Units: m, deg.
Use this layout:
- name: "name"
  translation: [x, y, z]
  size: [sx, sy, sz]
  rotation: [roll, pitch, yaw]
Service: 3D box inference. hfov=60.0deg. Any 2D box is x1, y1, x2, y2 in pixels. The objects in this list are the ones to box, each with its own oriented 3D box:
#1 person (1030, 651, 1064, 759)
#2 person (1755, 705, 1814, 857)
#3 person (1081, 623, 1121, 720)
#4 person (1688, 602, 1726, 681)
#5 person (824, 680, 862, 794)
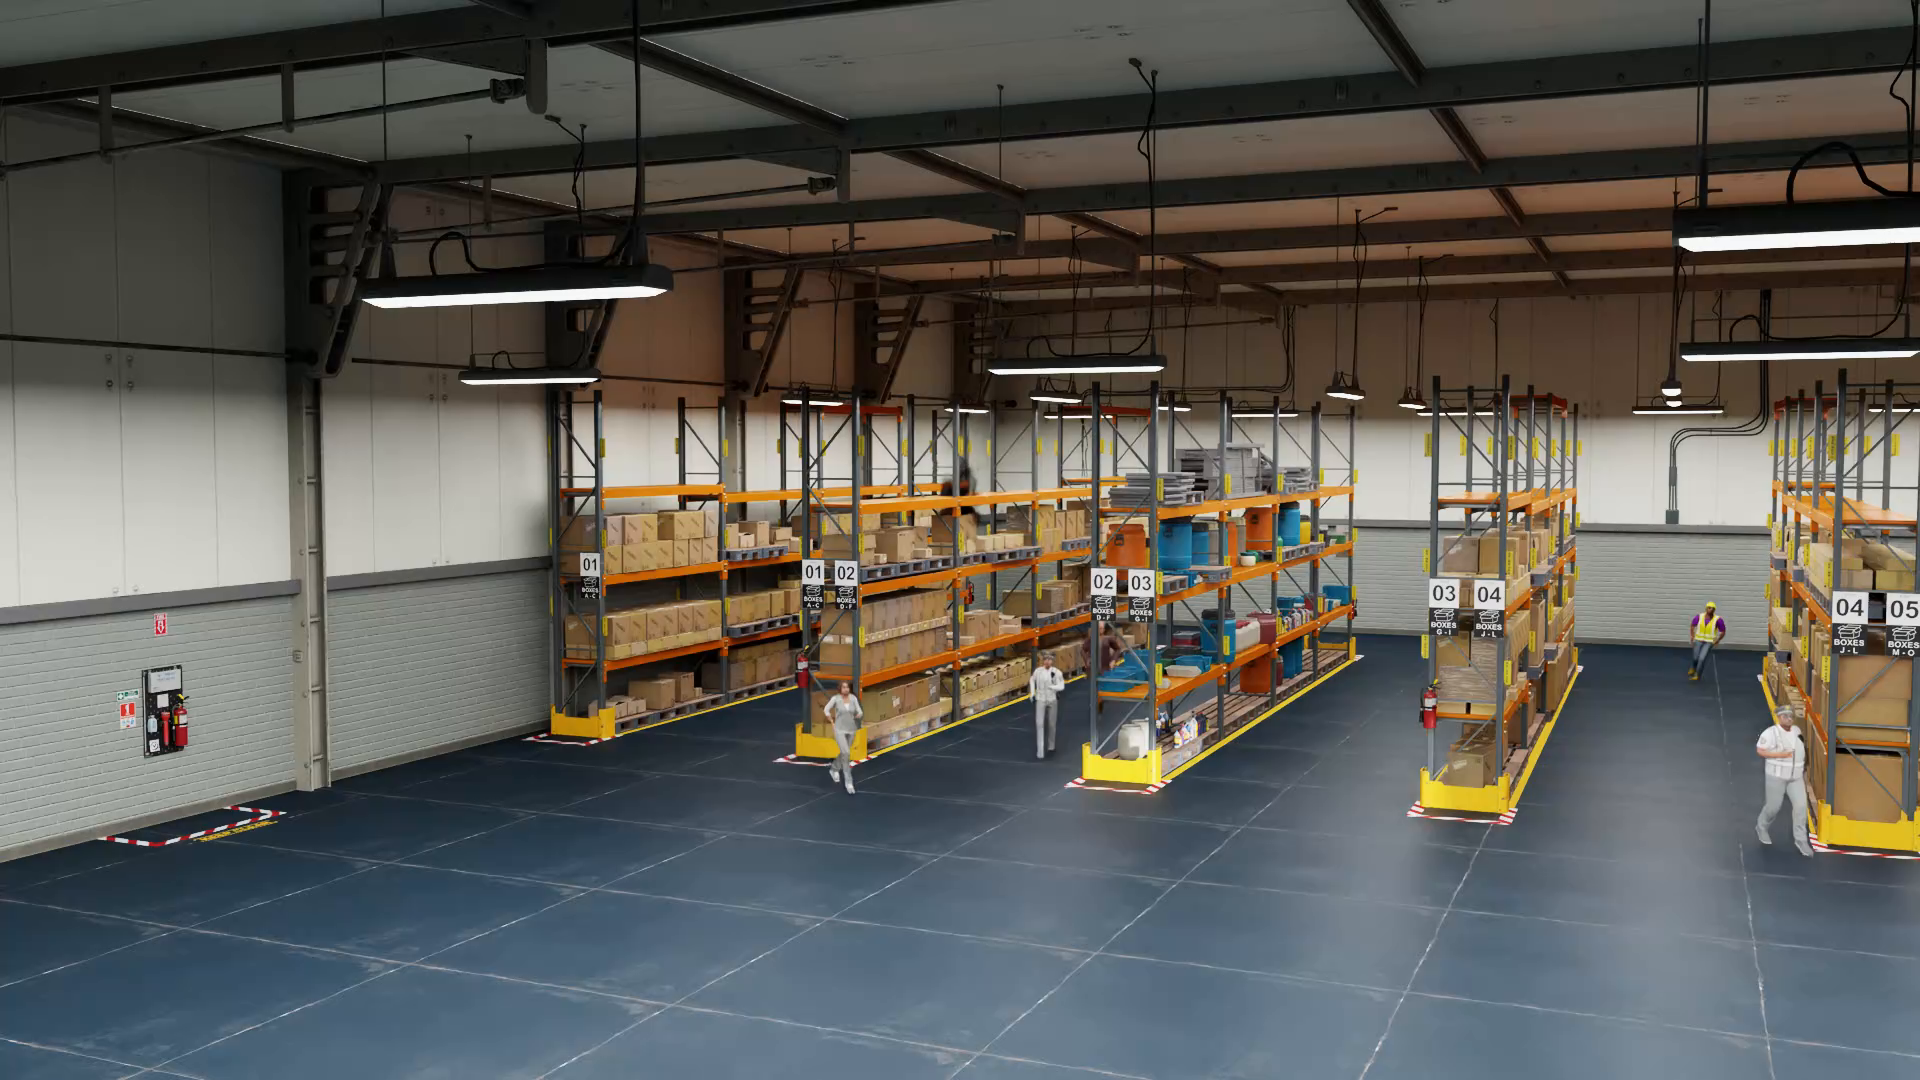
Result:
- name: "person"
  translation: [1.413, 2.667, 27.055]
  size: [0.580, 1.749, 0.752]
  rotation: [0, 3, 6]
- name: "person"
  translation: [10.265, 2.955, 20.736]
  size: [0.662, 1.826, 0.840]
  rotation: [0, 3, -2]
- name: "person"
  translation: [2.611, 2.416, 30.971]
  size: [0.737, 1.775, 0.836]
  rotation: [1, 3, 15]
- name: "person"
  translation: [16.048, 2.178, 35.736]
  size: [0.753, 1.709, 0.587]
  rotation: [2, 4, 32]
- name: "person"
  translation: [-1.693, 2.850, 24.427]
  size: [0.520, 1.624, 0.810]
  rotation: [-2, 4, -30]
